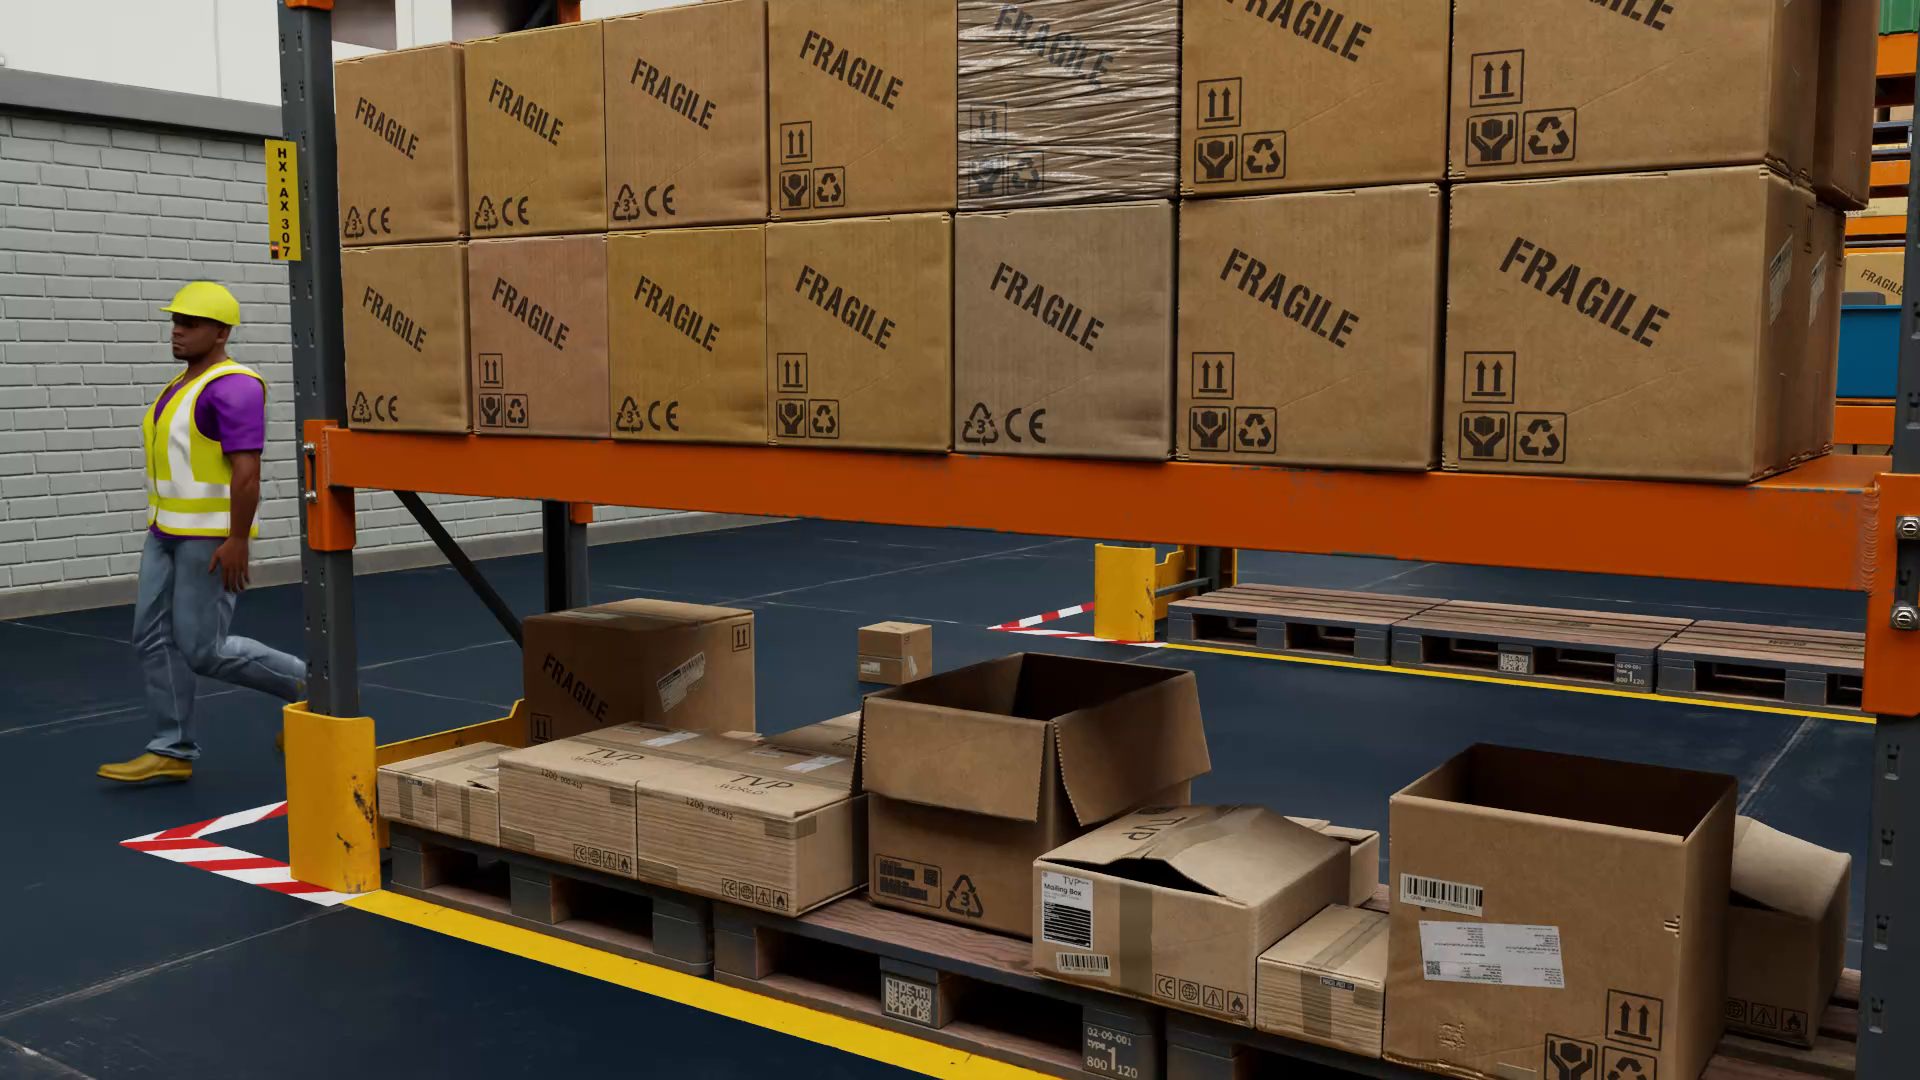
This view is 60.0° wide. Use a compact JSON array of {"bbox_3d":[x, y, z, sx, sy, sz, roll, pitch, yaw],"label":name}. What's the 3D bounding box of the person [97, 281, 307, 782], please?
[{"bbox_3d":[5.353,0.244,3.372,15.404,1.745,8.535,6,9,45],"label":"person"}]
